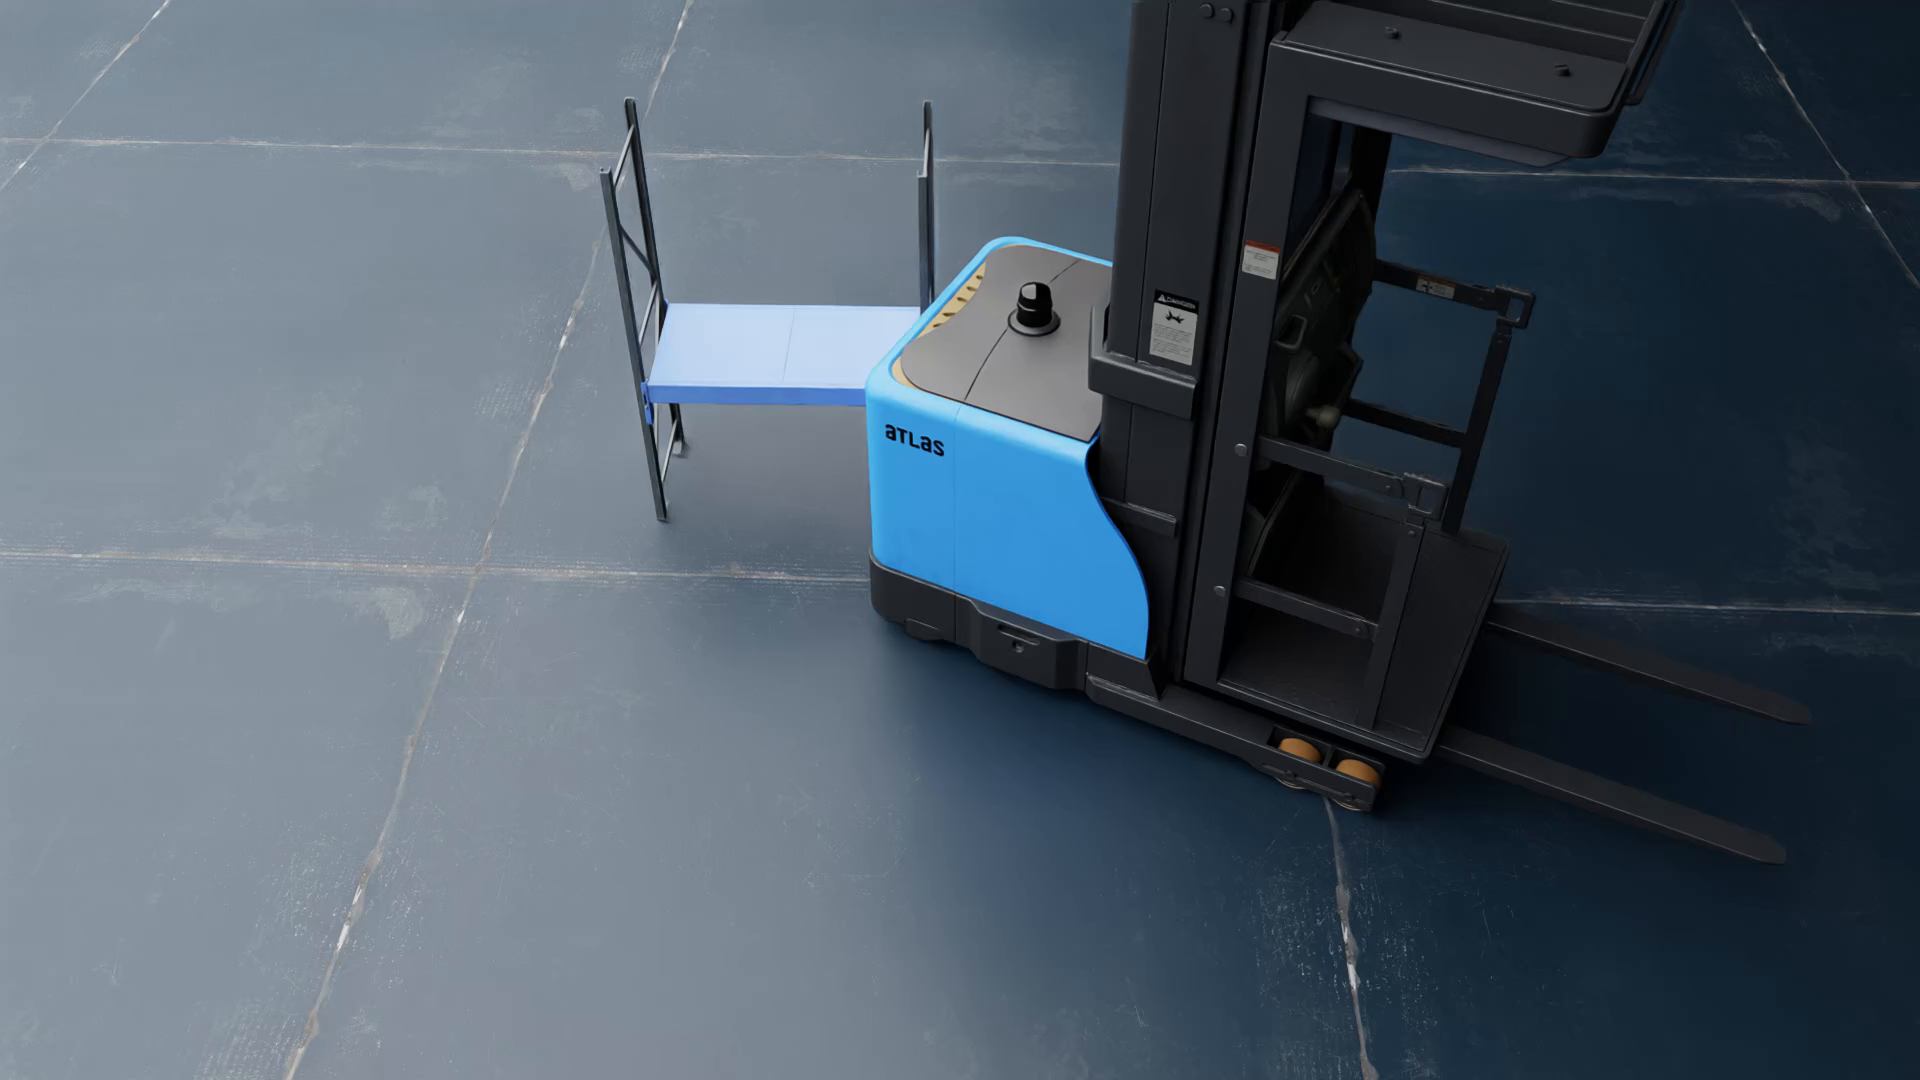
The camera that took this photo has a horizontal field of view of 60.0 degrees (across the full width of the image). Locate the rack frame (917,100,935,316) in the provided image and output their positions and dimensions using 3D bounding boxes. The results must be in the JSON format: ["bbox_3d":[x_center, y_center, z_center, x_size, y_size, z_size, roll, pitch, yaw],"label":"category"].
[{"bbox_3d":[-0.115,-0.775,5.982,0.032,1.500,0.500,1,43,1],"label":"rack frame"}]

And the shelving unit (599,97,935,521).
[{"bbox_3d":[-0.623,-0.784,5.991,1.048,1.500,0.538,1,43,1],"label":"shelving unit"}]

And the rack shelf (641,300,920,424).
[{"bbox_3d":[-0.623,-0.652,6.114,1.000,0.185,0.538,1,43,1],"label":"rack shelf"}]

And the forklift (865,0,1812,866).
[{"bbox_3d":[1.234,-0.625,4.771,3.031,2.935,1.130,19,46,19],"label":"forklift"}]

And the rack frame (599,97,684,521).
[{"bbox_3d":[-1.131,-0.792,6.000,0.032,1.500,0.500,1,43,1],"label":"rack frame"}]
